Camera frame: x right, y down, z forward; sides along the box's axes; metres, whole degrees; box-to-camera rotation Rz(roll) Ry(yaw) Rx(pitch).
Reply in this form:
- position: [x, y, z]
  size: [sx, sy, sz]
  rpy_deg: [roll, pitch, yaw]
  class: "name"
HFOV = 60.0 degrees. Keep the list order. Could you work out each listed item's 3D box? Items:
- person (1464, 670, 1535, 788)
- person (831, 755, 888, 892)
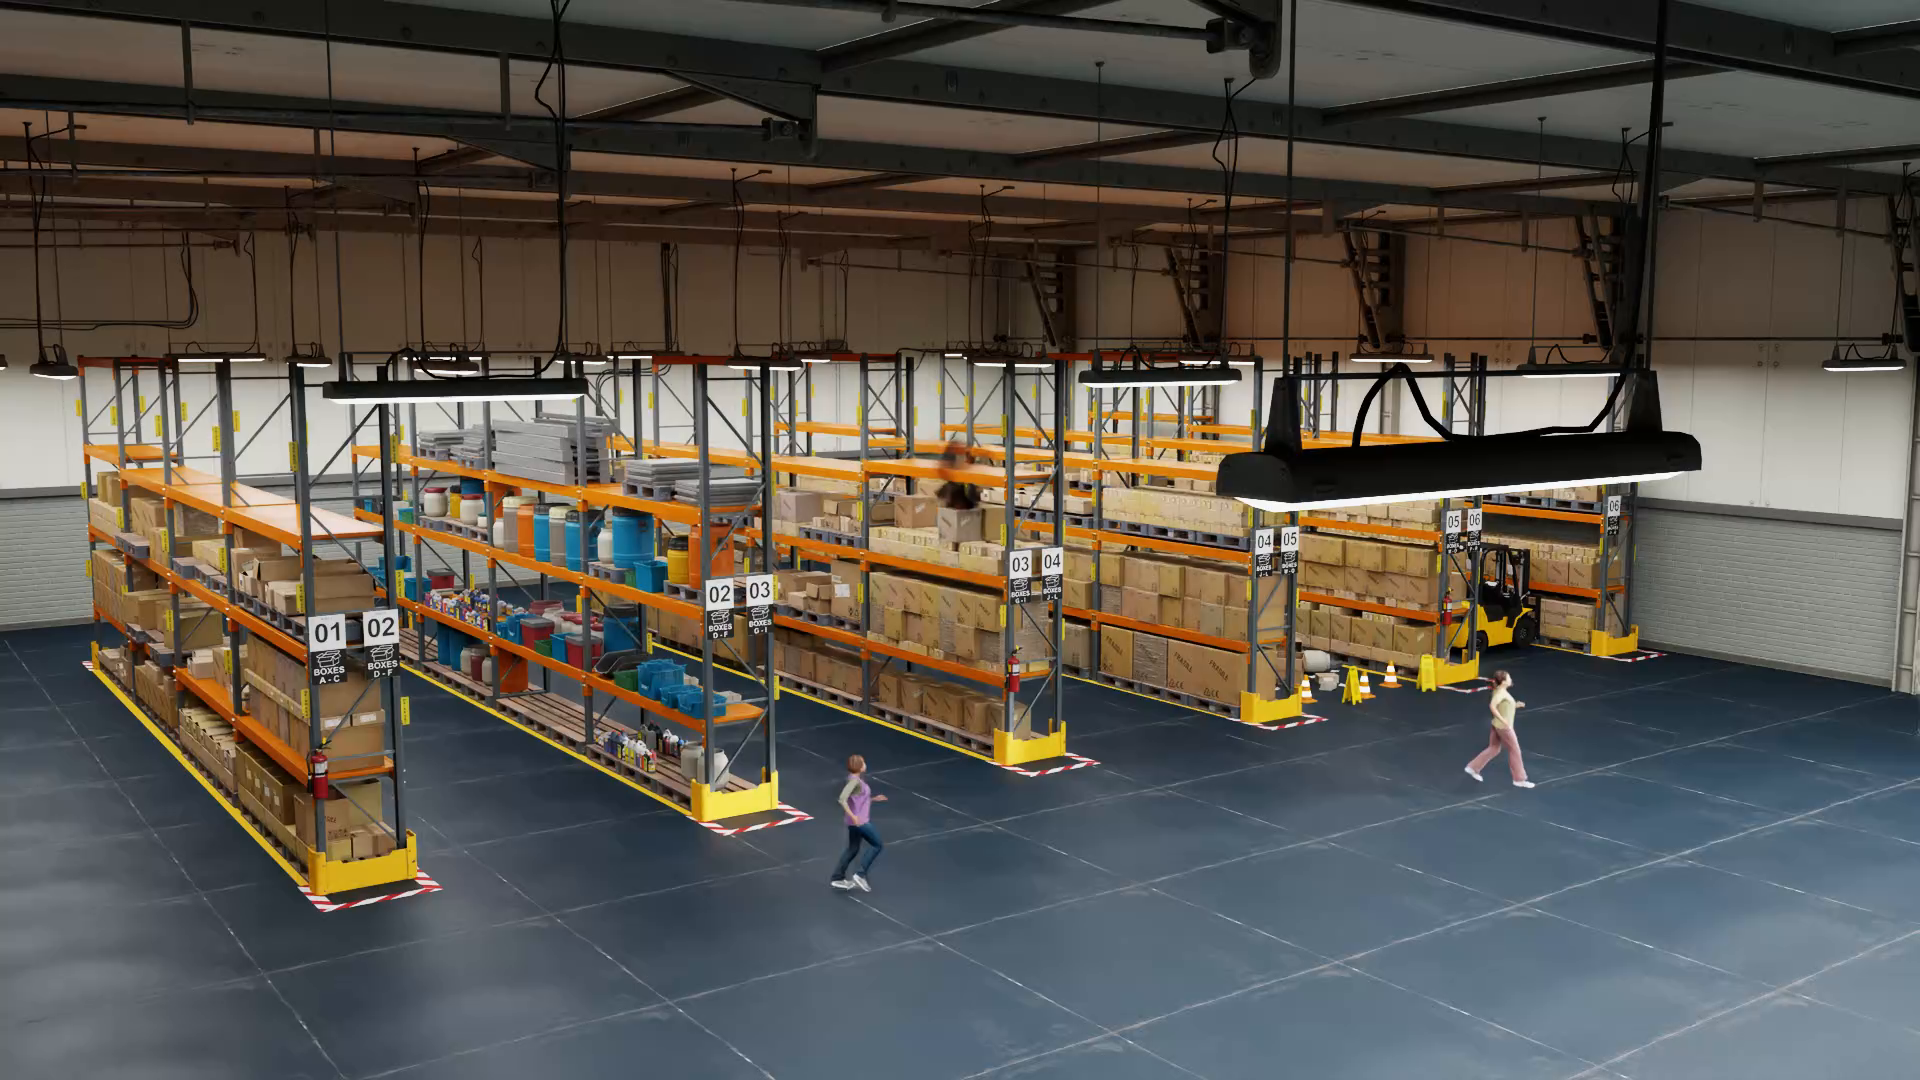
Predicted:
- position: [7.616, 2.646, 23.388]
  size: [0.967, 1.658, 0.571]
  rpy_deg: [0, 7, 1]
  class: "person"
- position: [-1.152, 3.236, 19.018]
  size: [0.664, 1.590, 0.512]
  rpy_deg: [-2, 7, -12]
  class: "person"
